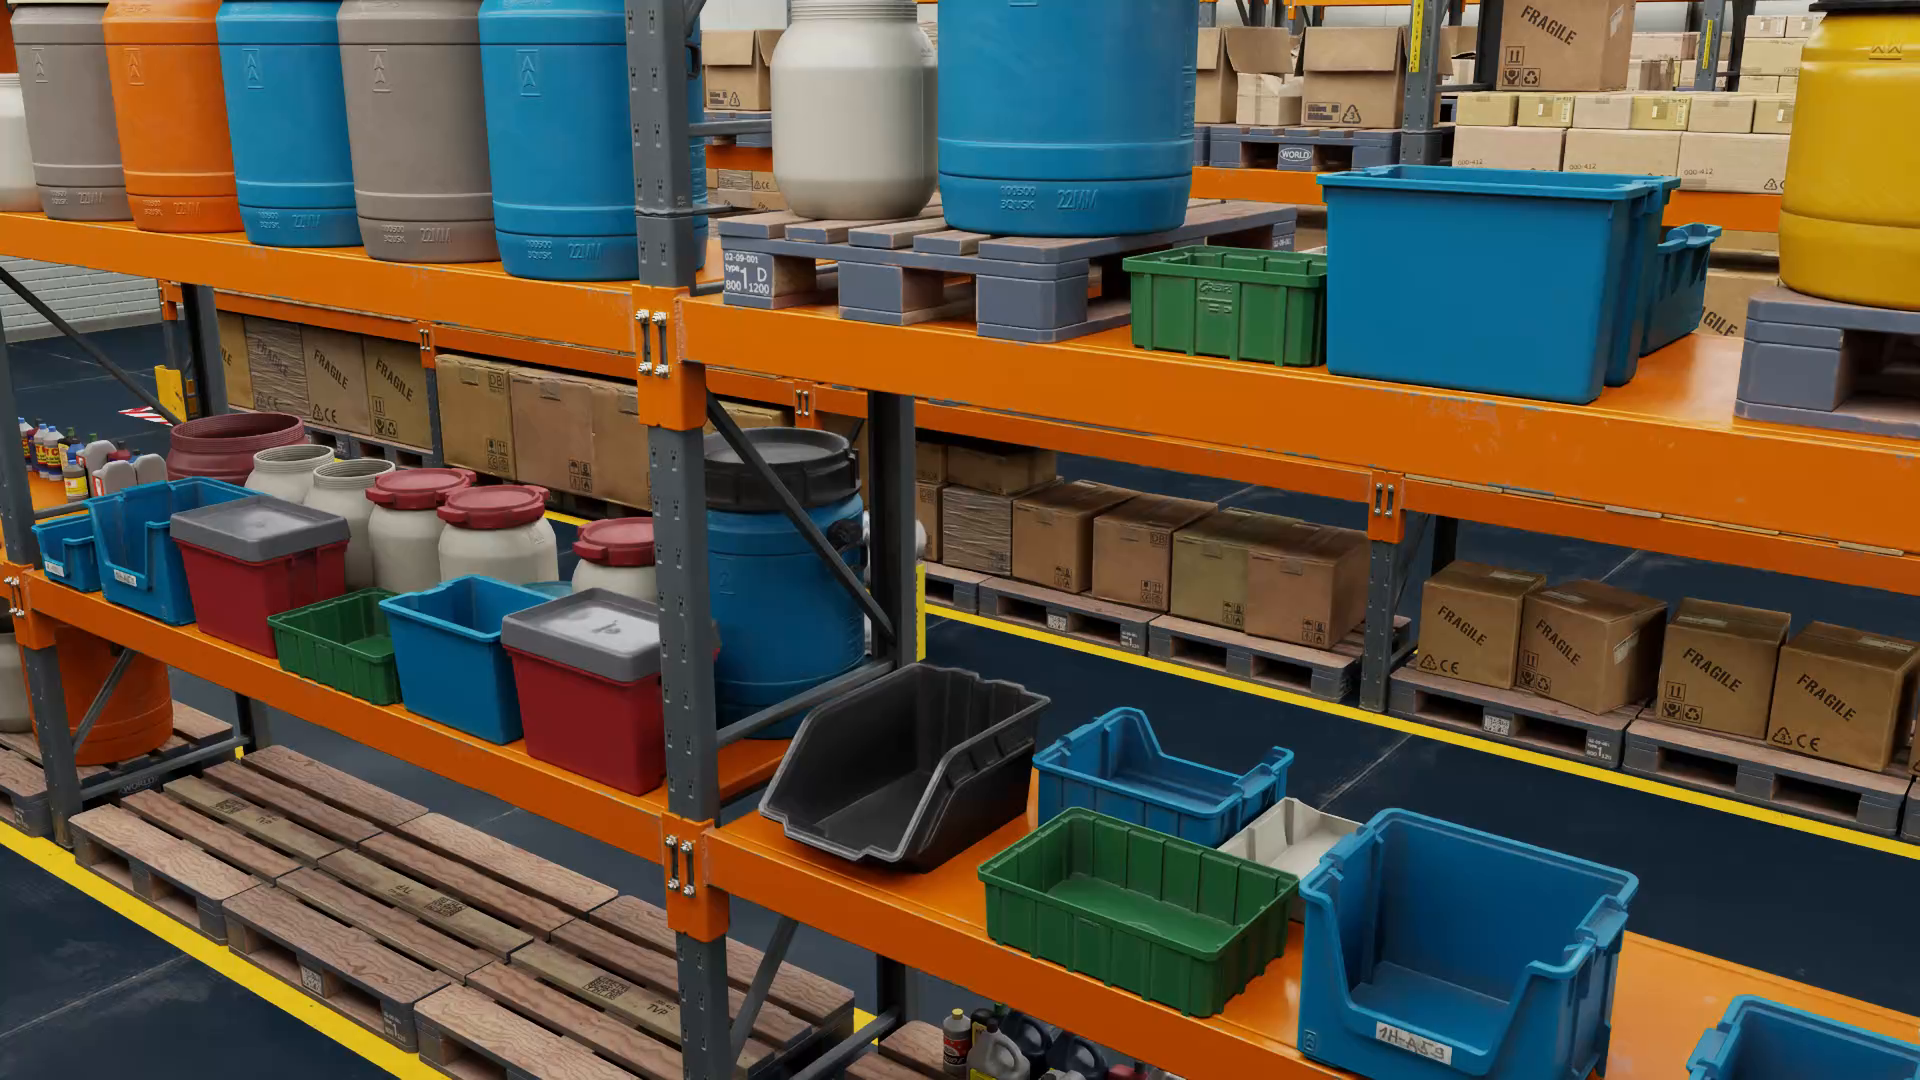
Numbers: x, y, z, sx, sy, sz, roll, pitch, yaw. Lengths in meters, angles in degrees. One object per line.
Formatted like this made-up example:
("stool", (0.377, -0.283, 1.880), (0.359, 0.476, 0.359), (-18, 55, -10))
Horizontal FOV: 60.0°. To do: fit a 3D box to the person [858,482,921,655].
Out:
("person", (-0.628, 0.133, 9.778), (0.866, 0.998, 0.446), (11, 20, 33))
